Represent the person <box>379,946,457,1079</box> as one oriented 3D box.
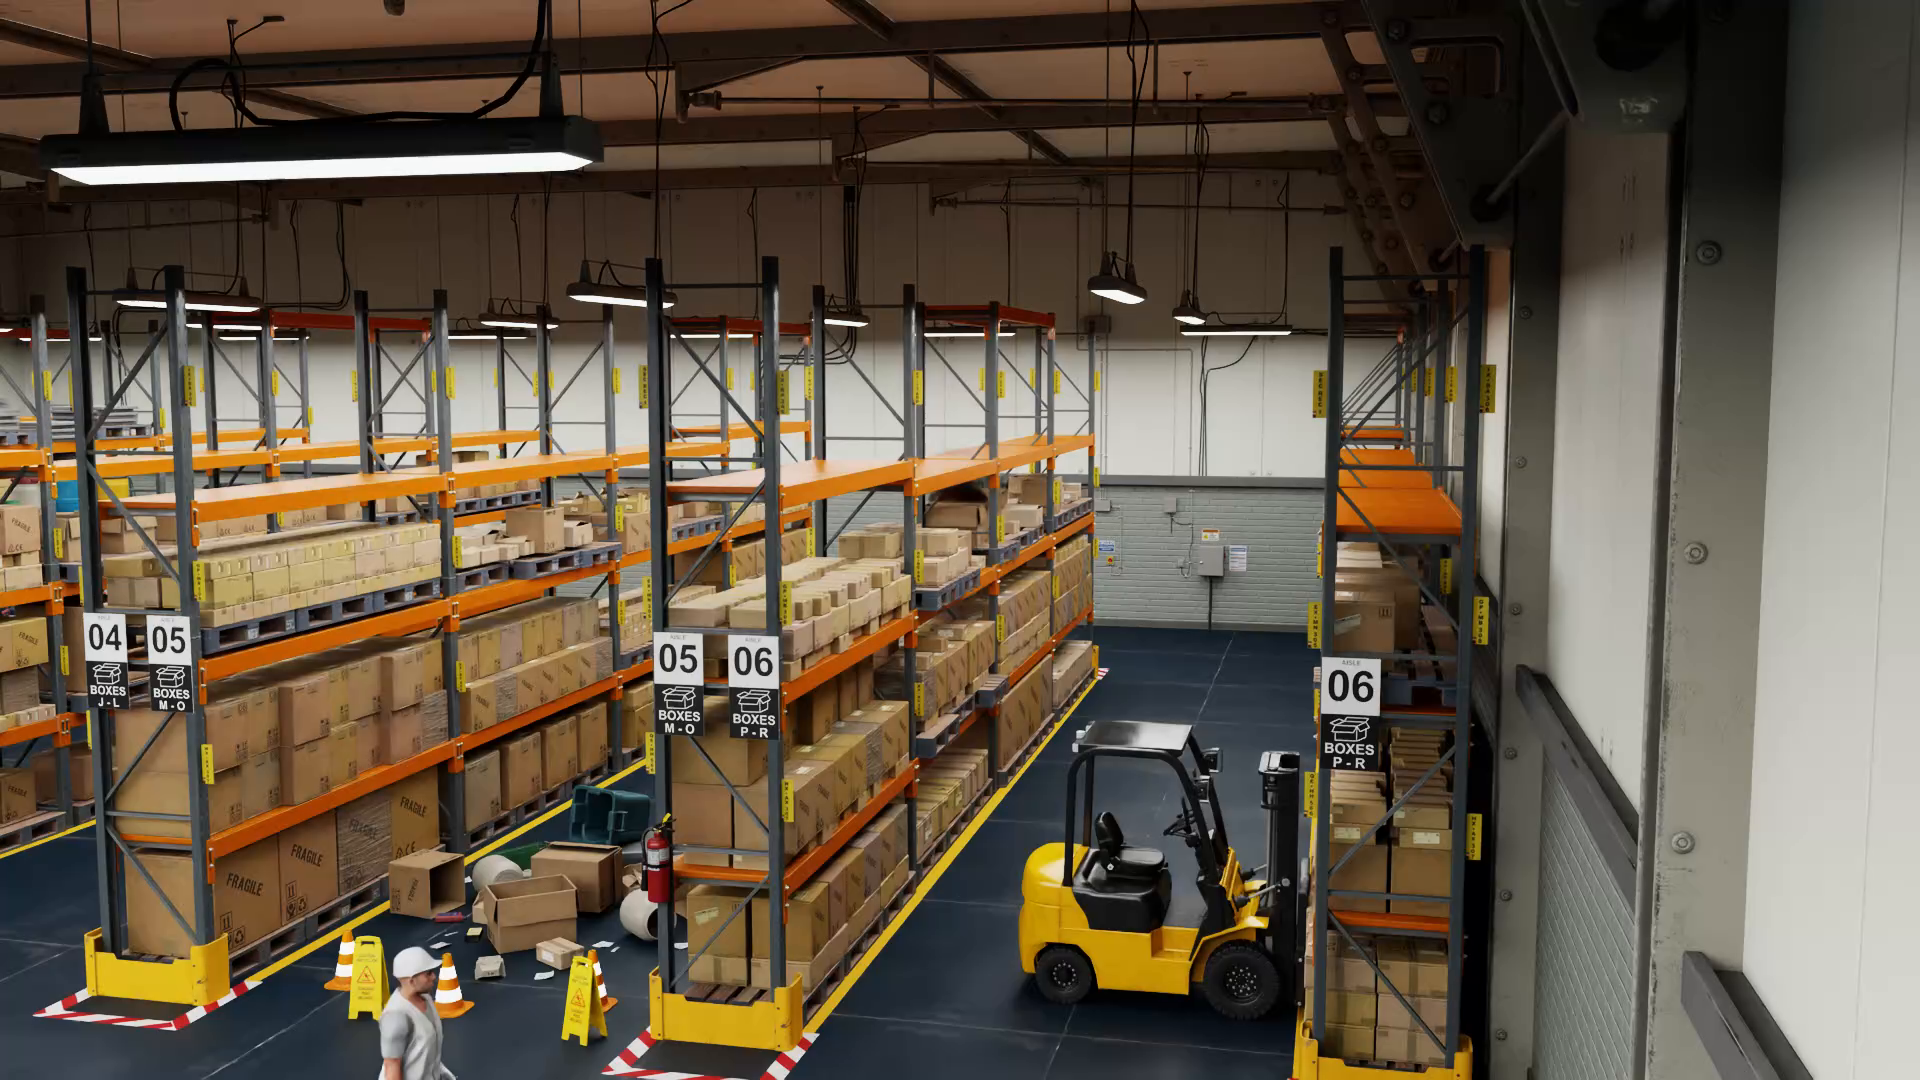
[{"bbox_3d":[-3.205,3.284,9.846,0.438,1.801,0.597,0,6,5],"label":"person"}]
